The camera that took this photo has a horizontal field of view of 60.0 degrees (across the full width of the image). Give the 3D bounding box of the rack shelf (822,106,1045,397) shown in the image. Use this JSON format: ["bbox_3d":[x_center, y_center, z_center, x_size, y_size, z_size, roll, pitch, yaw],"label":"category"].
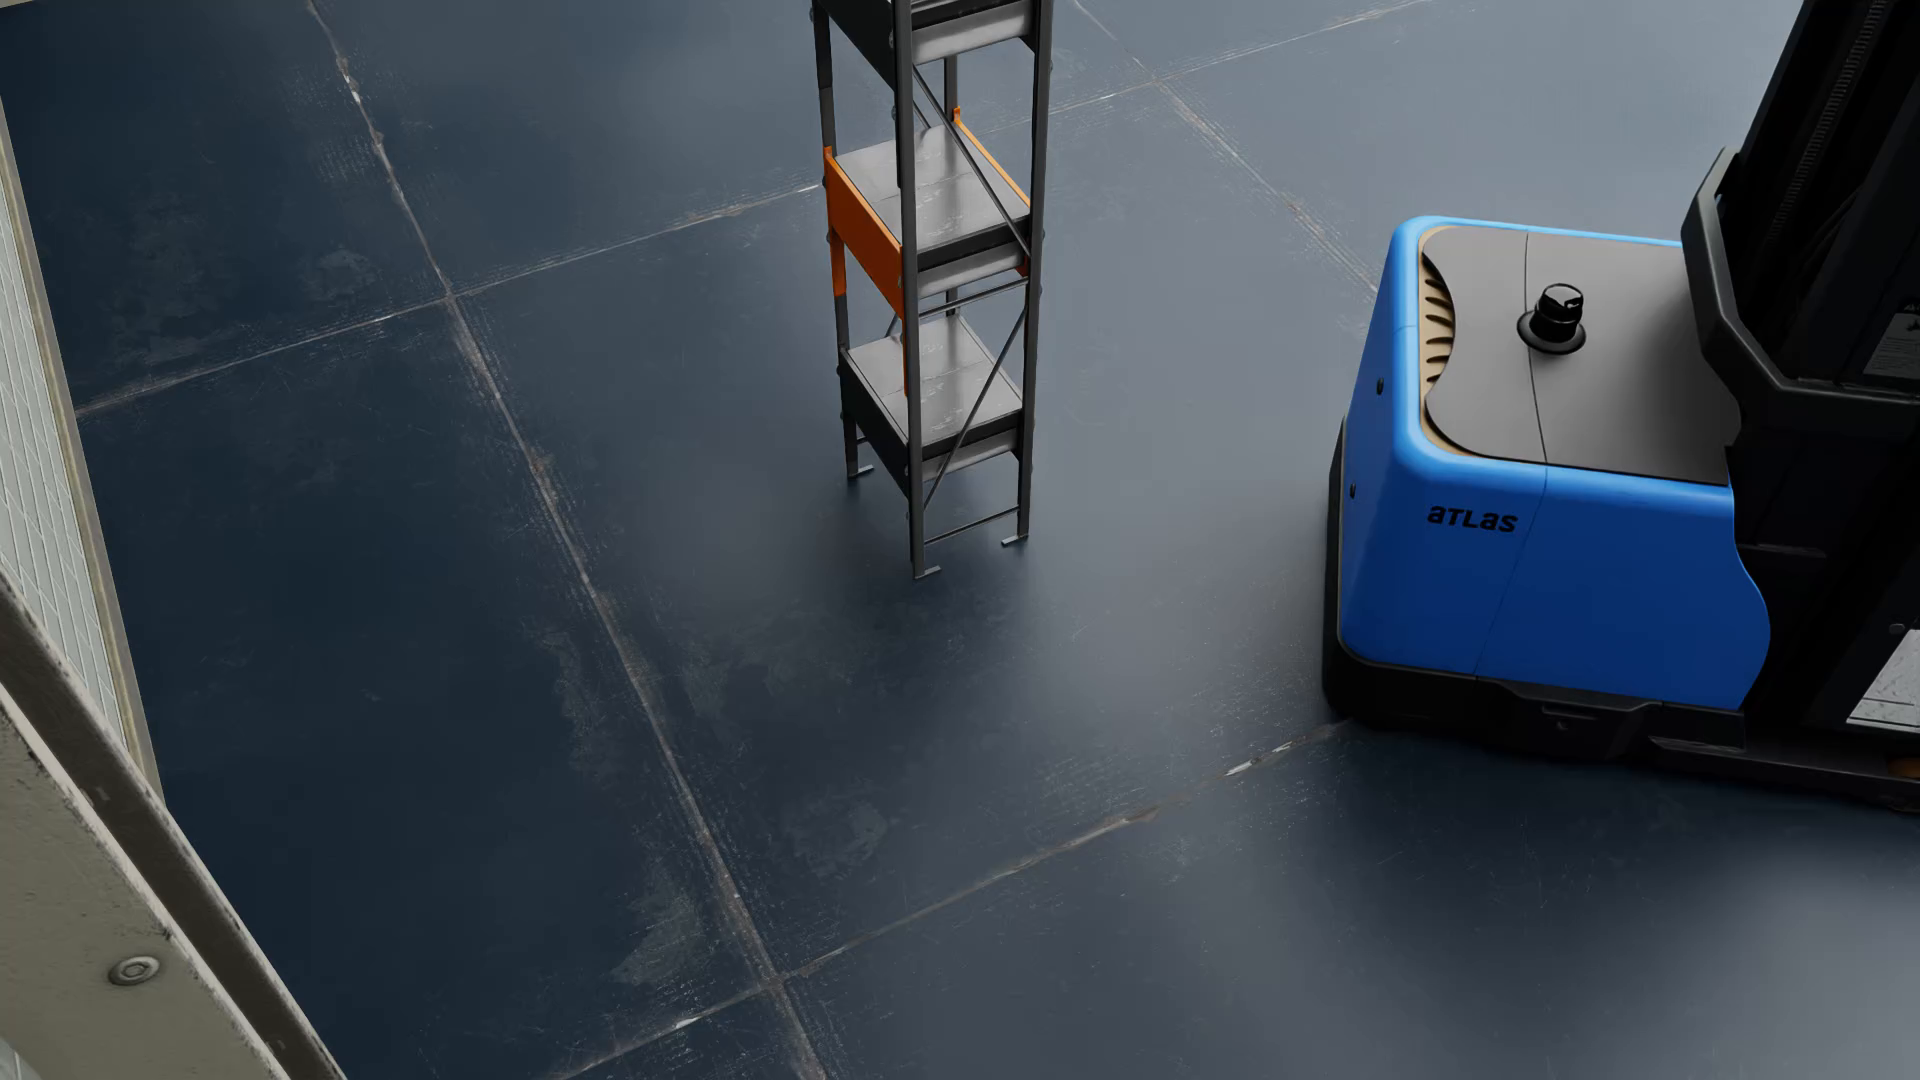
[{"bbox_3d":[-0.076,-0.793,4.567,0.431,0.518,0.480,-21,52,-18],"label":"rack shelf"}]

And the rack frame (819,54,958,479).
[{"bbox_3d":[-0.187,-0.965,4.699,0.400,2.100,0.015,-21,52,-18],"label":"rack frame"}]

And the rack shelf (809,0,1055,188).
[{"bbox_3d":[-0.076,-1.254,4.040,0.431,0.518,0.480,-21,52,-18],"label":"rack shelf"}]

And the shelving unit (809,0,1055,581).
[{"bbox_3d":[-0.076,-0.802,4.557,0.431,2.100,0.503,-21,52,-18],"label":"shelving unit"}]

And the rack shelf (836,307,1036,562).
[{"bbox_3d":[-0.076,-0.332,5.094,0.431,0.518,0.480,-21,52,-18],"label":"rack shelf"}]

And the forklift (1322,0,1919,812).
[{"bbox_3d":[2.608,-0.625,3.849,3.031,2.935,1.130,7,49,6],"label":"forklift"}]

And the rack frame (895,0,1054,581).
[{"bbox_3d":[0.036,-0.639,4.414,0.400,2.100,0.015,-21,52,-18],"label":"rack frame"}]
